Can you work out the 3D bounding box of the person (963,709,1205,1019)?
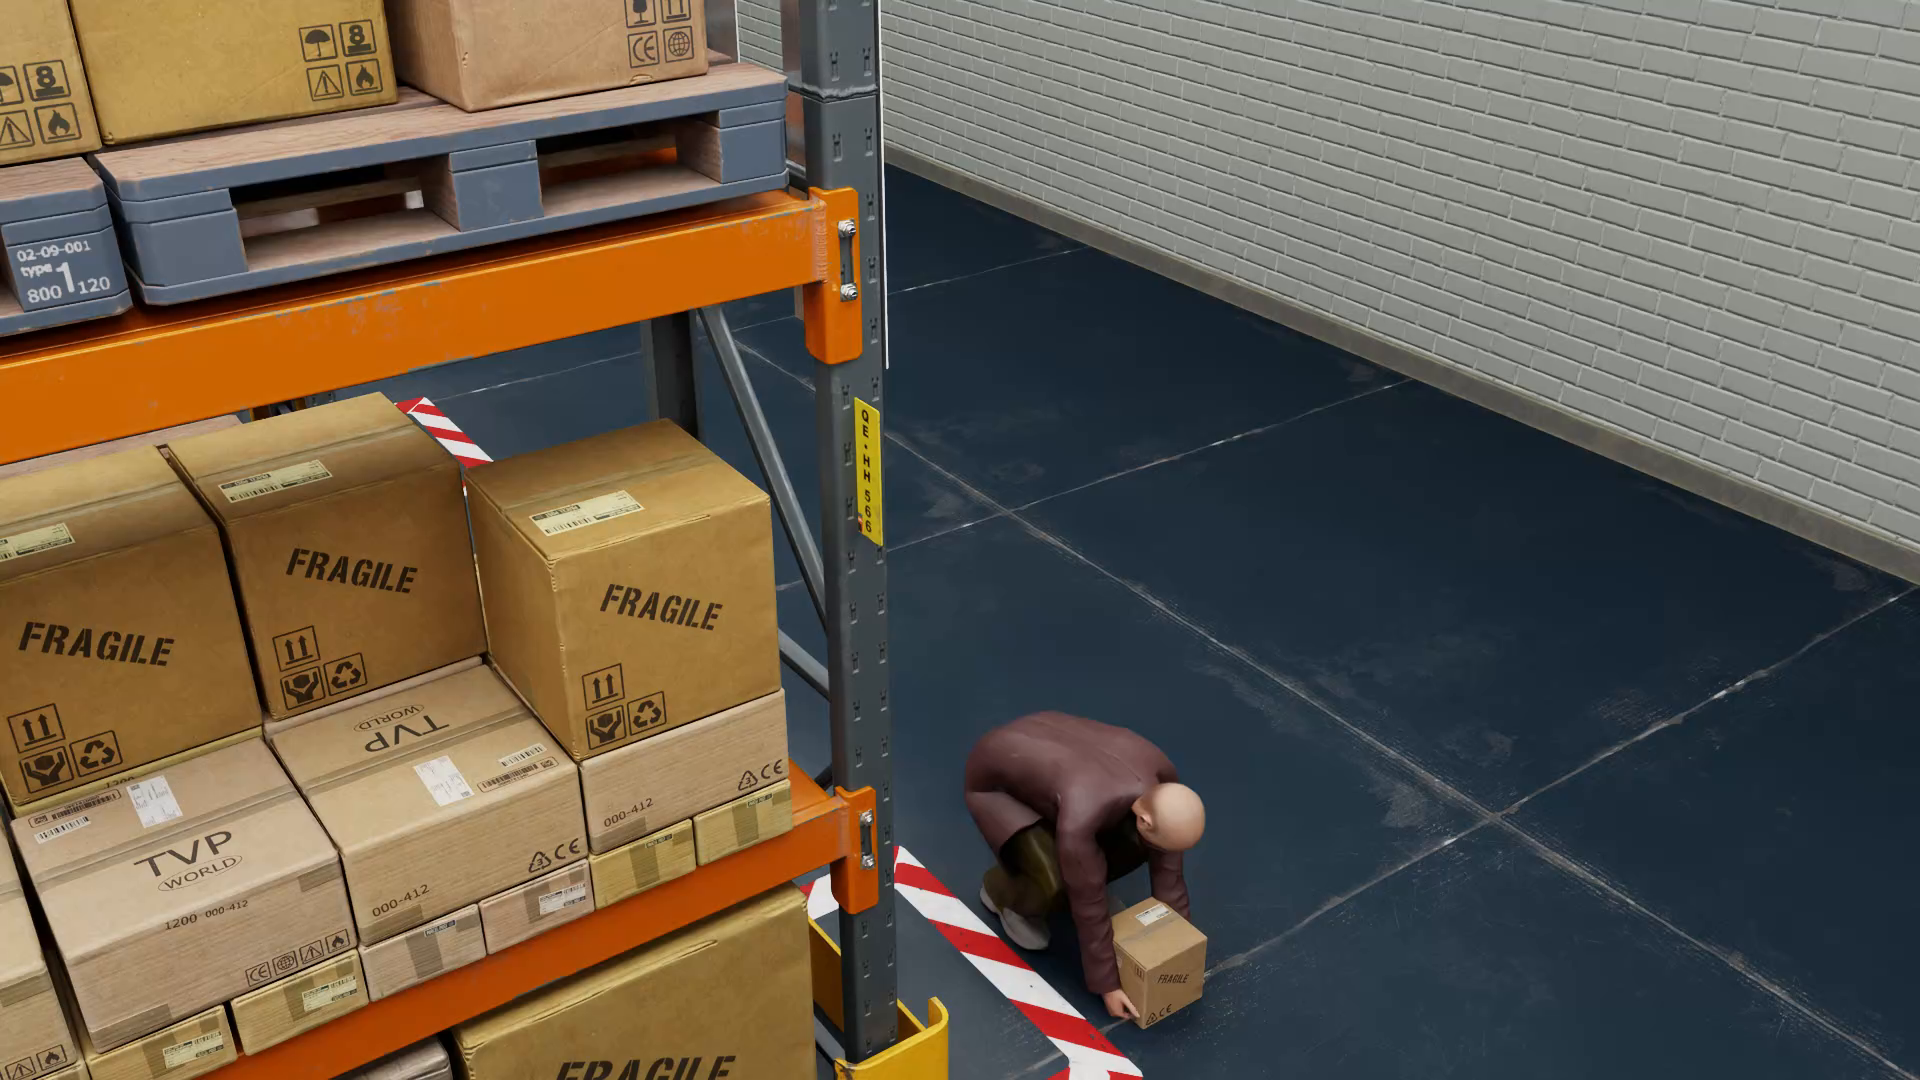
[{"bbox_3d":[0.389,0.978,5.385,0.571,0.815,0.929,-19,34,-32],"label":"person"}]
